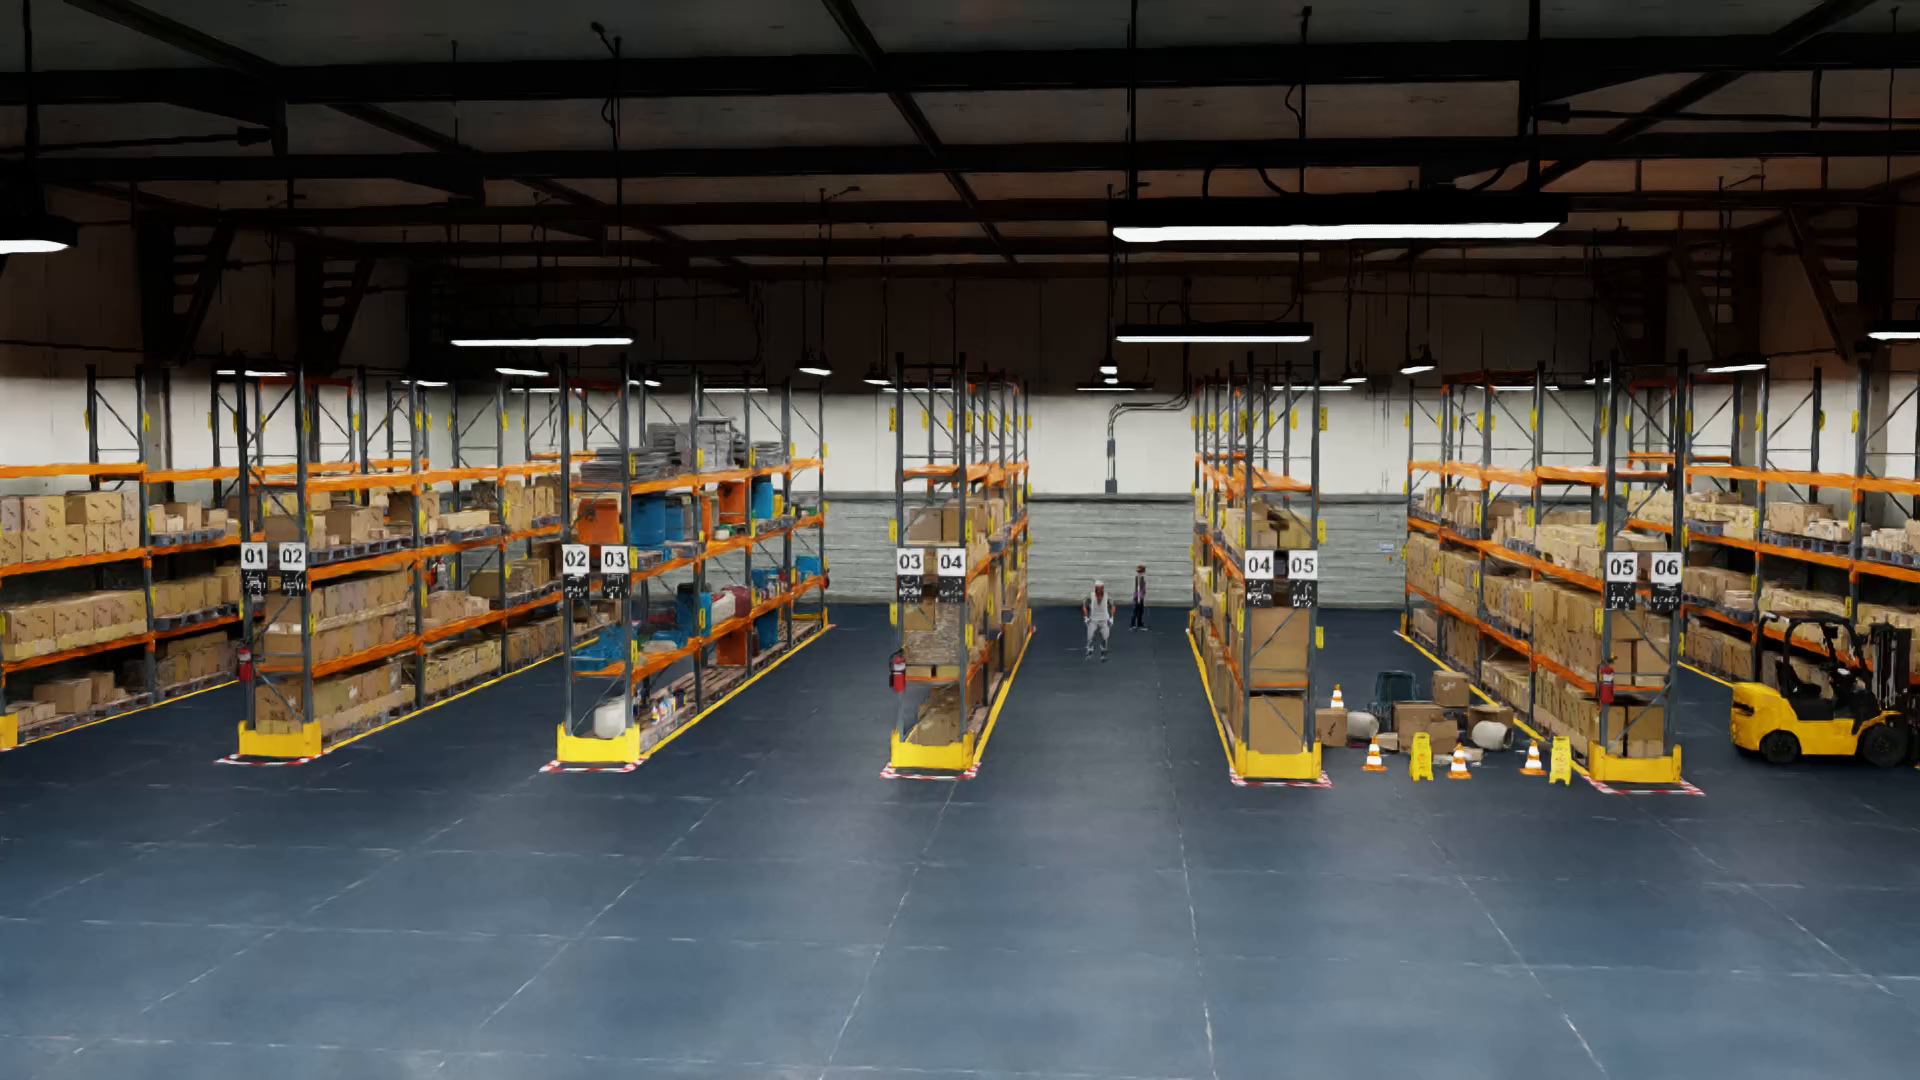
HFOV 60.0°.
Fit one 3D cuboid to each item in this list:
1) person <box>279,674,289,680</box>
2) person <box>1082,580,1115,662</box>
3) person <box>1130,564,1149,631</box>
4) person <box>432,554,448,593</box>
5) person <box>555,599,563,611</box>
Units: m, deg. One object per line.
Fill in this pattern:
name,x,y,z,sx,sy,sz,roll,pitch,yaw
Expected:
person,-13.101,1.911,32.304,0.478,1.567,1.090,1,4,8
person,2.886,1.681,34.622,0.677,1.742,0.552,0,4,4
person,4.296,1.371,39.802,0.439,1.596,0.511,1,4,9
person,-13.368,1.153,42.854,0.529,1.588,0.639,4,5,42
person,-10.647,1.025,43.954,0.577,1.691,1.121,1,4,8
